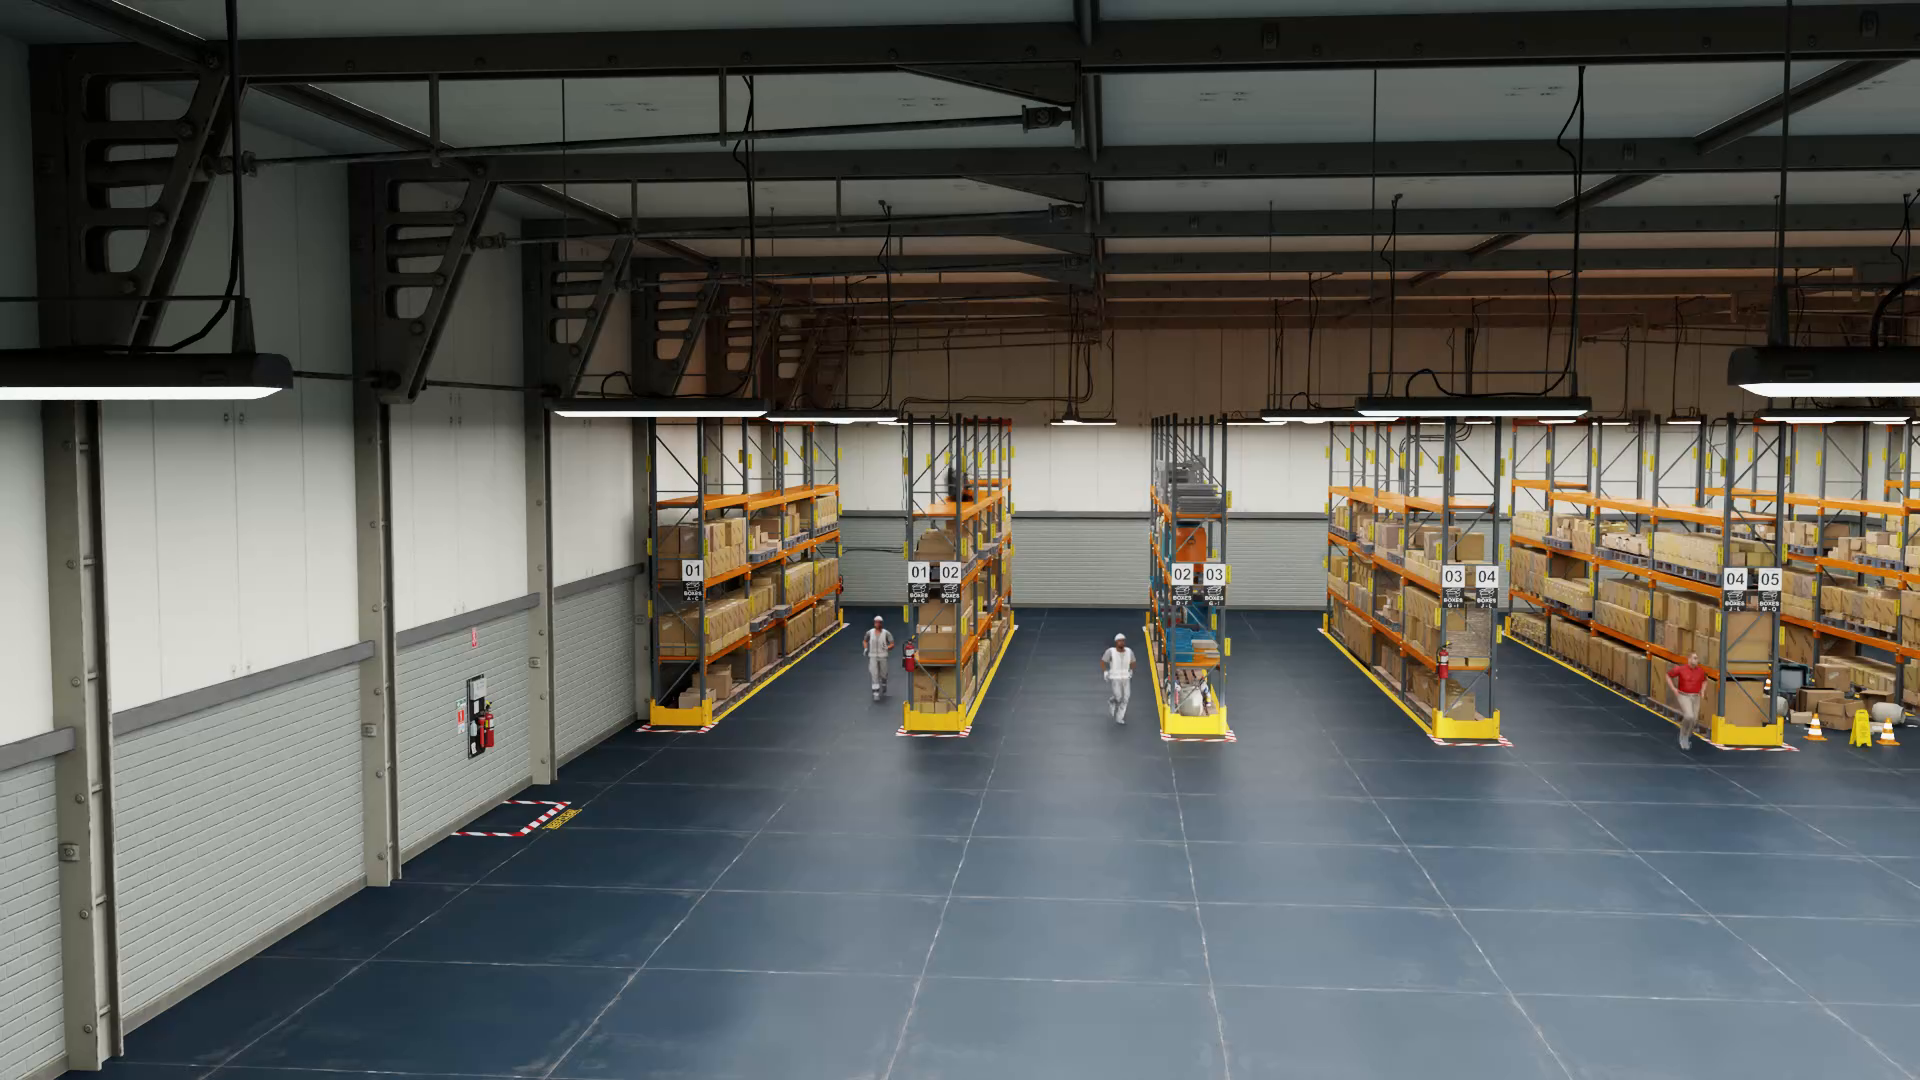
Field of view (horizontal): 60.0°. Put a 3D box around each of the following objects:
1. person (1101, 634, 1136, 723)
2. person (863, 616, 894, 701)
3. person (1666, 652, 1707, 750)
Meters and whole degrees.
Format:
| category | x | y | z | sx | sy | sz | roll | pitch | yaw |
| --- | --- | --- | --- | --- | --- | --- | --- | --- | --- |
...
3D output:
| category | x | y | z | sx | sy | sz | roll | pitch | yaw |
| --- | --- | --- | --- | --- | --- | --- | --- | --- | --- |
| person | 3.105 | 2.686 | 32.226 | 0.684 | 1.732 | 0.594 | -1 | 4 | -13 |
| person | -1.725 | 2.484 | 35.075 | 0.668 | 1.760 | 0.868 | 0 | 4 | 1 |
| person | 13.047 | 2.882 | 29.758 | 0.666 | 1.754 | 0.678 | 0 | 4 | -7 |
